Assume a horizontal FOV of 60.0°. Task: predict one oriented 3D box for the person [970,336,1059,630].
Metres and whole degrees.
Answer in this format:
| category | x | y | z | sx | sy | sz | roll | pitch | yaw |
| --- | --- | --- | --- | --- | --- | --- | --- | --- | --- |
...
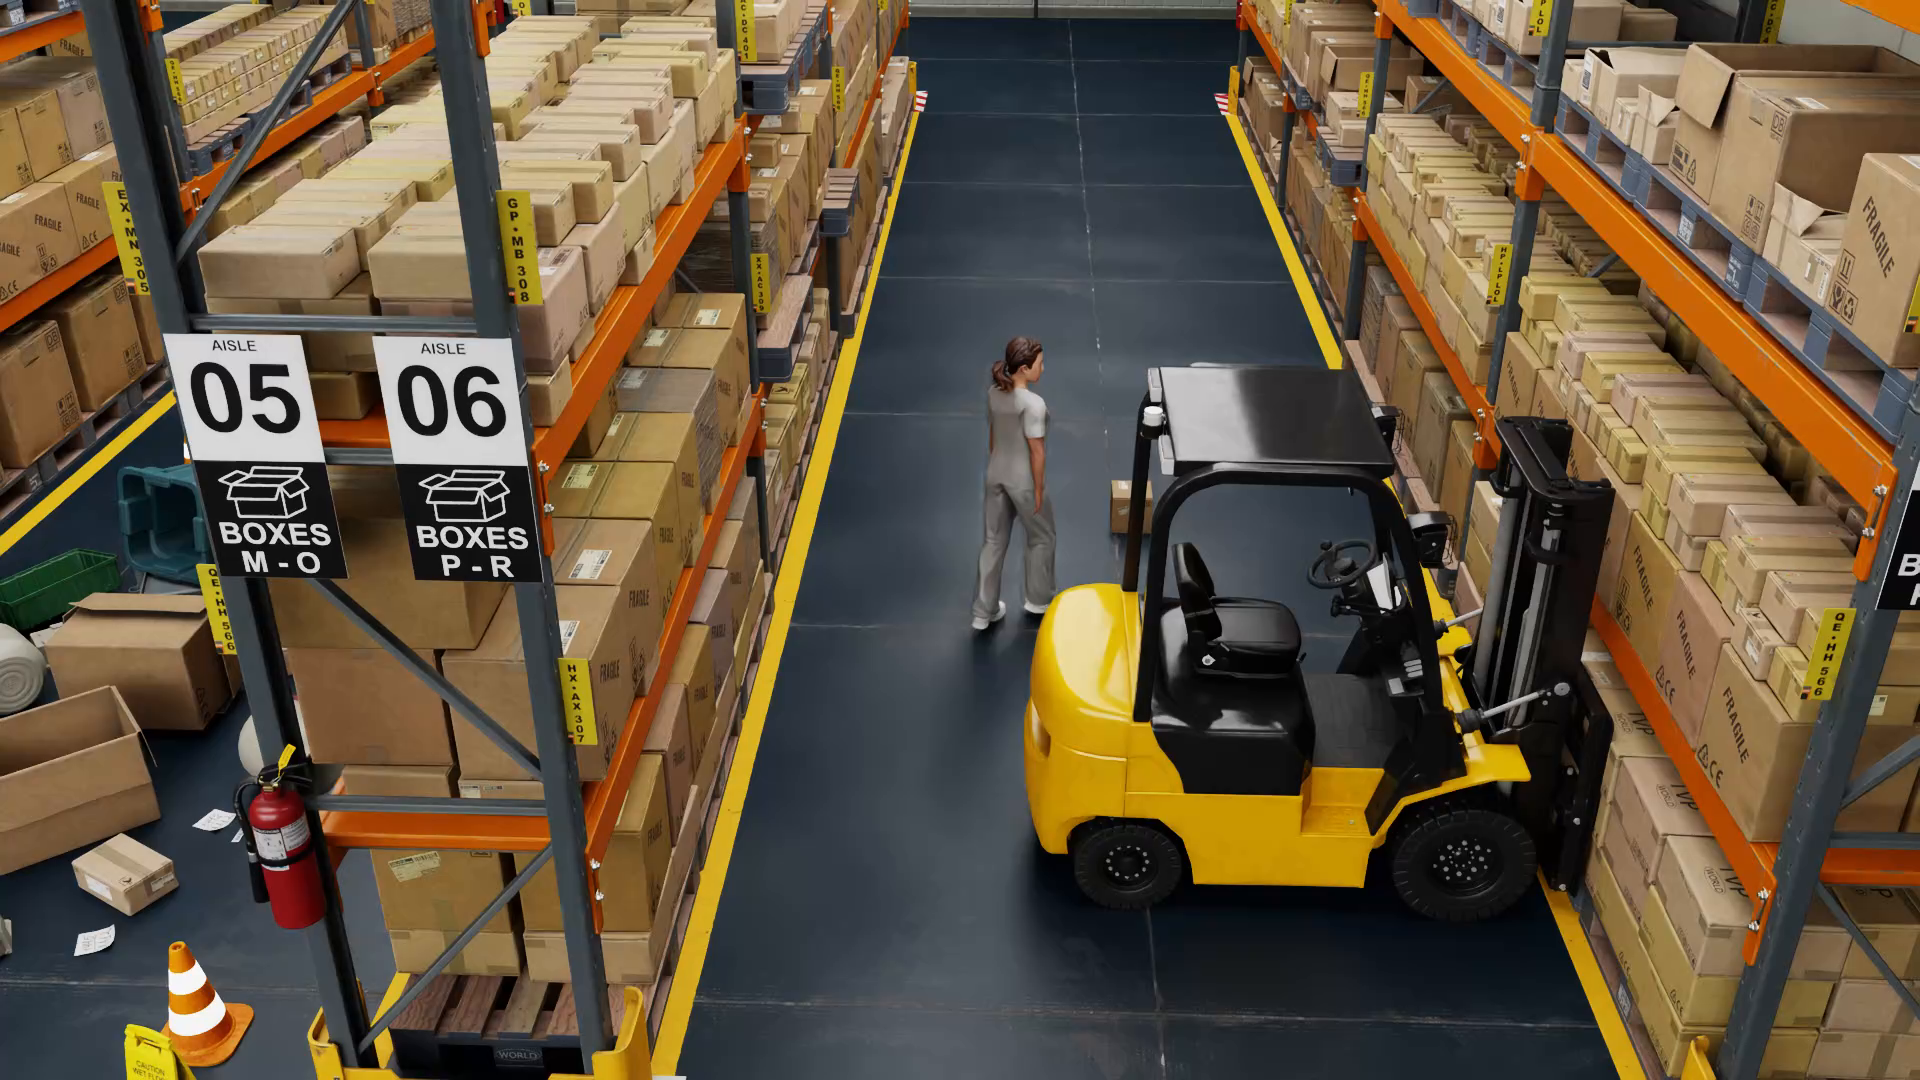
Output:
| category | x | y | z | sx | sy | sz | roll | pitch | yaw |
| --- | --- | --- | --- | --- | --- | --- | --- | --- | --- |
| person | 0.291 | -0.286 | 9.186 | 0.462 | 1.714 | 0.637 | 23 | 36 | 36 |
